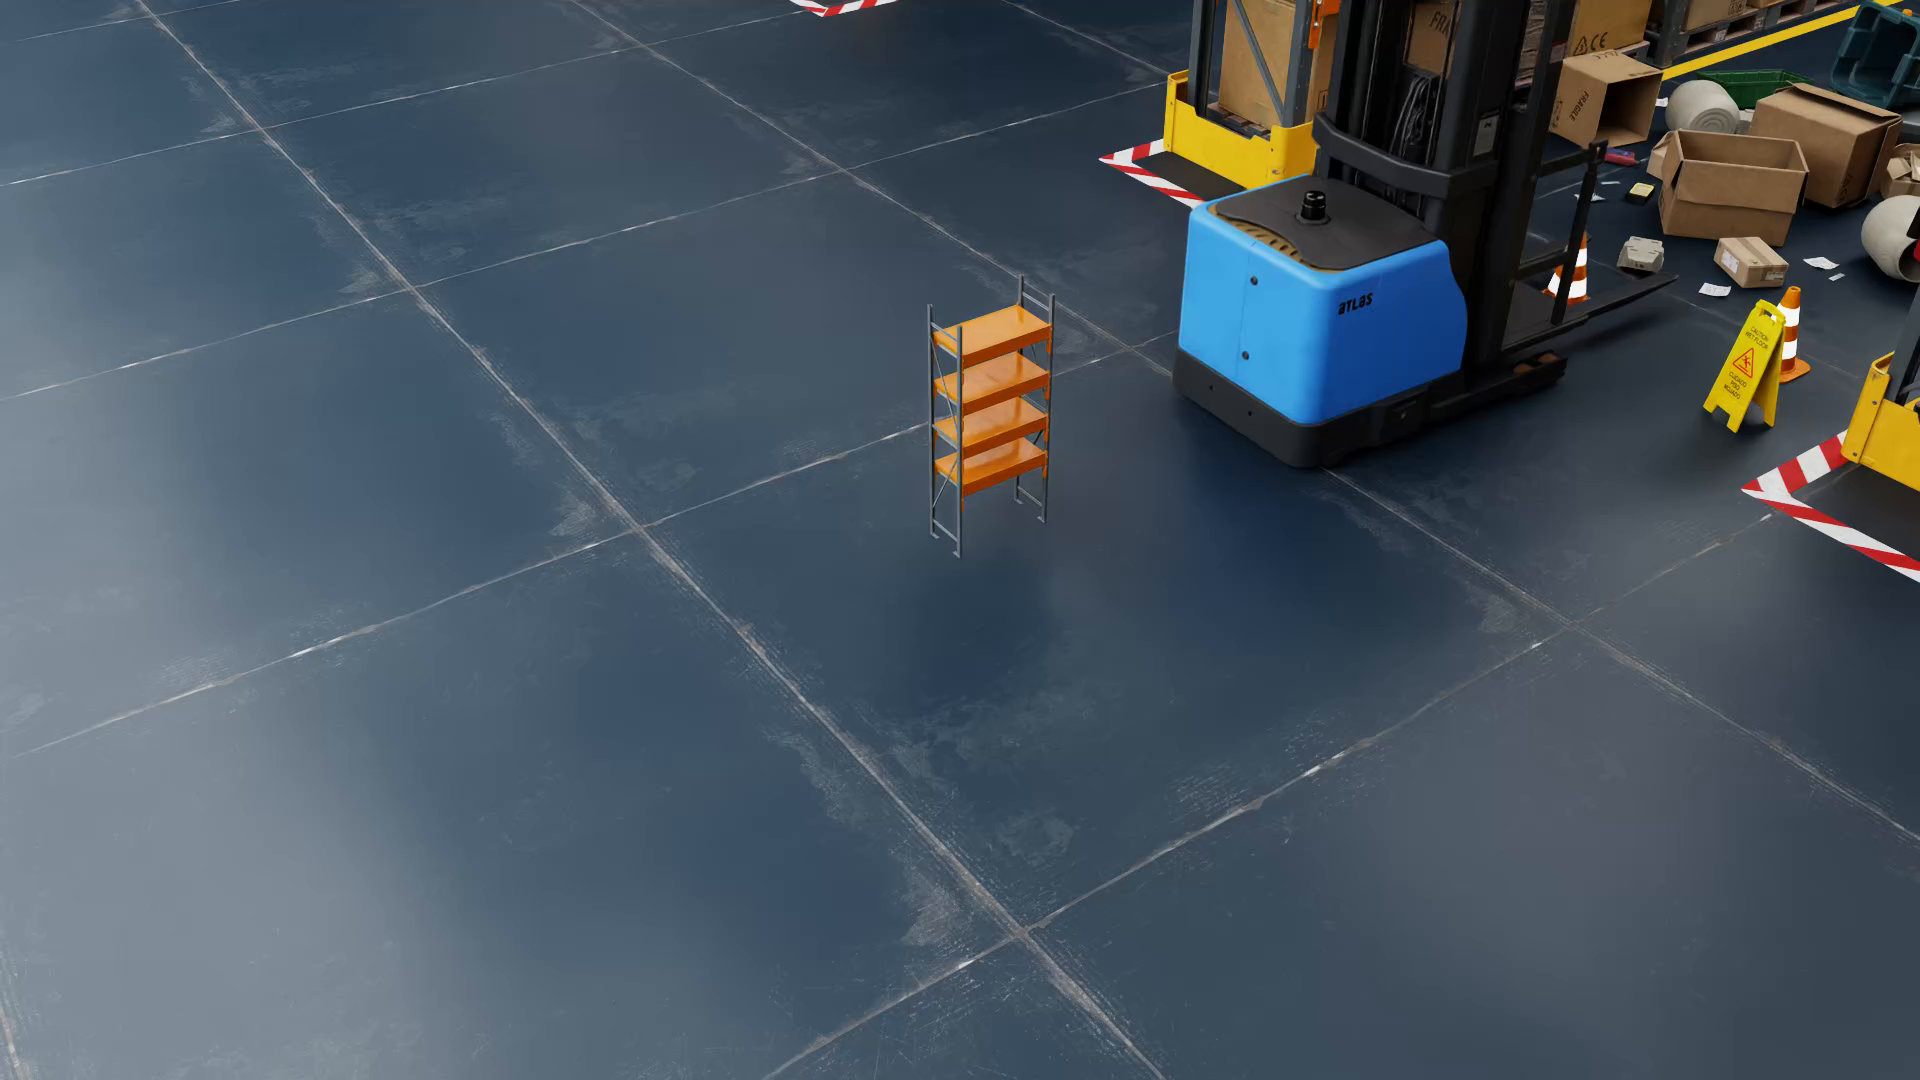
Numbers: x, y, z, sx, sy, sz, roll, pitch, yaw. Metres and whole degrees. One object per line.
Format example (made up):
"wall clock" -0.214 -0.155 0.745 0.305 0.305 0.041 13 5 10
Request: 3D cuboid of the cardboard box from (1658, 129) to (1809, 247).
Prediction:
"cardboard box" 4.791 -2.196 10.373 0.797 0.503 0.637 9 37 12

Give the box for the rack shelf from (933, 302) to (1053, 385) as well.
"rack shelf" 0.135 -0.862 7.248 0.480 0.148 0.258 -22 41 -28

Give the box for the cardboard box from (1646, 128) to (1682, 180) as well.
"cardboard box" 4.805 -2.518 11.023 0.258 0.266 0.396 -15 38 -20

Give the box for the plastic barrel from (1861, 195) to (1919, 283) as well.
"plastic barrel" 5.630 -1.782 9.865 0.421 0.421 0.512 3 36 4

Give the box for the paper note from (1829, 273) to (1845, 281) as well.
"paper note" 5.235 -1.571 9.925 0.123 0.001 0.032 -22 41 -28

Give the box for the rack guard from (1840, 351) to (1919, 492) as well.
"rack guard" 4.875 -0.421 7.908 0.348 0.500 1.175 -22 41 -28

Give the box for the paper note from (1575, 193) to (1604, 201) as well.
"paper note" 4.105 -2.236 10.835 0.142 0.017 0.144 -9 37 -12

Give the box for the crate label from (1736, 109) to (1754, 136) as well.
"crate label" 5.525 -2.933 11.711 0.298 0.136 0.250 9 37 12

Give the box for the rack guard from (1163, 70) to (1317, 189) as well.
"rack guard" 1.860 -2.716 11.099 0.348 0.500 1.175 -22 41 -28

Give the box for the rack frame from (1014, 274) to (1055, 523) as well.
"rack frame" 0.335 -0.625 7.591 0.015 1.200 0.240 -22 41 -28

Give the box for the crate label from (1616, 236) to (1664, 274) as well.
"crate label" 4.111 -1.718 10.022 0.250 0.136 0.298 15 38 20

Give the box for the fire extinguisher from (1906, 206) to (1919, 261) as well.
"fire extinguisher" 4.454 -1.561 7.417 0.183 0.674 0.296 -22 41 -28

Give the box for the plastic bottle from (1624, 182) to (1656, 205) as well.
"plastic bottle" 4.451 -2.275 10.860 0.133 0.061 0.283 22 41 28

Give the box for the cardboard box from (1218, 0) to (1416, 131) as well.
"cardboard box" 2.395 -3.307 11.239 0.875 0.875 0.875 -22 41 -28

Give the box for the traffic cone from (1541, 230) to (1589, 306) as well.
"traffic cone" 3.504 -1.557 9.518 0.334 0.463 0.336 -22 41 -28

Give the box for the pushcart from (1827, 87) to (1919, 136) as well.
"pushcart" 6.729 -2.763 11.268 1.648 0.377 0.936 22 41 28

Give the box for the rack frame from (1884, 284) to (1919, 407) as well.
"rack frame" 4.813 -1.411 7.142 0.127 3.000 1.000 -22 41 -28

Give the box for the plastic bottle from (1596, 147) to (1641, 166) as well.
"plastic bottle" 4.497 -2.607 11.322 0.283 0.061 0.133 22 41 28

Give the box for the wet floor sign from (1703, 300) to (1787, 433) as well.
"wet floor sign" 4.042 -0.902 8.451 0.232 0.644 0.267 -9 37 -12

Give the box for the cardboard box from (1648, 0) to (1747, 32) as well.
"cardboard box" 5.604 -4.594 13.135 0.750 0.750 1.050 -23 41 -28

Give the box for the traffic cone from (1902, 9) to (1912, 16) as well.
"traffic cone" 7.115 -3.785 12.617 0.334 0.463 0.336 -22 41 -28

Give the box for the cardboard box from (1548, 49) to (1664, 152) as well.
"cardboard box" 4.471 -3.059 11.573 0.500 0.500 0.500 -15 38 -20

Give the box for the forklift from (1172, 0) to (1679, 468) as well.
"forklift" 2.635 -2.195 8.291 3.031 2.935 1.130 -21 41 -26

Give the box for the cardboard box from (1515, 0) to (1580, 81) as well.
"cardboard box" 3.860 -3.909 12.077 0.875 0.875 0.875 -22 41 -28

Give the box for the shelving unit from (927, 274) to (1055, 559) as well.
"shelving unit" 0.135 -0.543 7.477 0.503 1.200 0.258 -22 41 -28

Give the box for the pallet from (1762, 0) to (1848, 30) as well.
"pallet" 6.734 -4.661 14.050 1.213 0.211 1.003 -22 41 -28

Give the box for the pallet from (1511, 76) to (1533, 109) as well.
"pallet" 3.484 -3.321 12.187 1.213 0.211 1.003 -22 41 -28

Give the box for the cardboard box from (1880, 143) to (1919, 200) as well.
"cardboard box" 6.181 -2.397 10.855 0.258 0.266 0.396 9 37 12

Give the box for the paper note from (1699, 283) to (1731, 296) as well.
"paper note" 4.439 -1.473 9.772 0.148 0.019 0.142 22 41 28

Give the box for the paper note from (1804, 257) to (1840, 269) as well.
"paper note" 5.220 -1.683 10.073 0.142 0.019 0.148 -9 37 -12

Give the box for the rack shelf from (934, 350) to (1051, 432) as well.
"rack shelf" 0.135 -0.670 7.386 0.480 0.148 0.258 -22 41 -28

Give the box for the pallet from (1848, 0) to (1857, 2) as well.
"pallet" 7.730 -5.069 14.617 1.213 0.211 1.003 -22 41 -28

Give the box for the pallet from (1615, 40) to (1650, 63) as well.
"pallet" 4.482 -3.734 12.761 1.213 0.211 1.003 -22 41 -28

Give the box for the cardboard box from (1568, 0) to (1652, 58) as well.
"cardboard box" 4.594 -4.214 12.501 0.875 0.875 0.875 -22 41 -27

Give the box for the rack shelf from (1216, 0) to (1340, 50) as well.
"rack shelf" 3.514 -4.120 11.525 4.000 0.370 1.077 -22 41 -28

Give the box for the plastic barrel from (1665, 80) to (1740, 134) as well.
"plastic barrel" 5.105 -2.925 11.454 0.421 0.421 0.512 3 36 4

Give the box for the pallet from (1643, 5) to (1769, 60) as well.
"pallet" 5.736 -4.248 13.476 1.213 0.211 1.003 -22 41 -28

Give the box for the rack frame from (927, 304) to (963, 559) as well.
"rack frame" -0.064 -0.461 7.363 0.015 1.200 0.240 -22 41 -28

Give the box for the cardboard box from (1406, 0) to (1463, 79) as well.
"cardboard box" 3.113 -3.604 11.652 0.875 0.875 0.875 -23 42 -29

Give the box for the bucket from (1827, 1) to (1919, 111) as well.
"bucket" 6.366 -3.227 11.169 0.620 0.611 0.726 -1 34 -18

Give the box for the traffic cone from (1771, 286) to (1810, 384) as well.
"traffic cone" 4.422 -1.141 8.940 0.334 0.463 0.336 -22 41 -28

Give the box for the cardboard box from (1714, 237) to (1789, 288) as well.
"cardboard box" 4.720 -1.658 9.928 0.250 0.149 0.380 -3 36 -4

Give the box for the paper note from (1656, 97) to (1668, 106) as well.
"paper note" 5.121 -3.221 12.202 0.147 0.020 0.142 9 37 12

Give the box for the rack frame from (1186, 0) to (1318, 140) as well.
"rack frame" 1.879 -3.739 10.380 0.127 3.000 1.000 -22 41 -28

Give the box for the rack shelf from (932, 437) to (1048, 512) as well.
"rack shelf" 0.135 -0.327 7.632 0.480 0.148 0.258 -22 41 -28

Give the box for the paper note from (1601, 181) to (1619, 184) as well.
"paper note" 4.317 -2.372 11.039 0.123 0.001 0.032 -3 36 -4

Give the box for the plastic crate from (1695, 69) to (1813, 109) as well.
"plastic crate" 5.761 -3.283 12.104 0.662 0.188 0.450 -3 26 -4

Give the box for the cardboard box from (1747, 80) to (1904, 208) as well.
"cardboard box" 5.550 -2.570 10.776 0.503 0.637 0.797 -22 41 -28

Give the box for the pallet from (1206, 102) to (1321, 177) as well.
"pallet" 2.488 -2.913 11.620 1.213 0.211 1.003 -22 41 -28

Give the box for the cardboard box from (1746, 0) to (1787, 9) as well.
"cardboard box" 6.395 -4.916 13.584 0.750 0.750 1.050 -22 41 -28

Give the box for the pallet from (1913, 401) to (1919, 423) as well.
"pallet" 5.560 -0.561 8.349 1.213 0.211 1.003 -22 41 -28

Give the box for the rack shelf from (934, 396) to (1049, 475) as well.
"rack shelf" 0.135 -0.488 7.516 0.480 0.148 0.258 -22 41 -28

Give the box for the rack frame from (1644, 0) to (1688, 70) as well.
"rack frame" 5.149 -5.085 12.251 0.127 3.000 1.000 -22 41 -28
